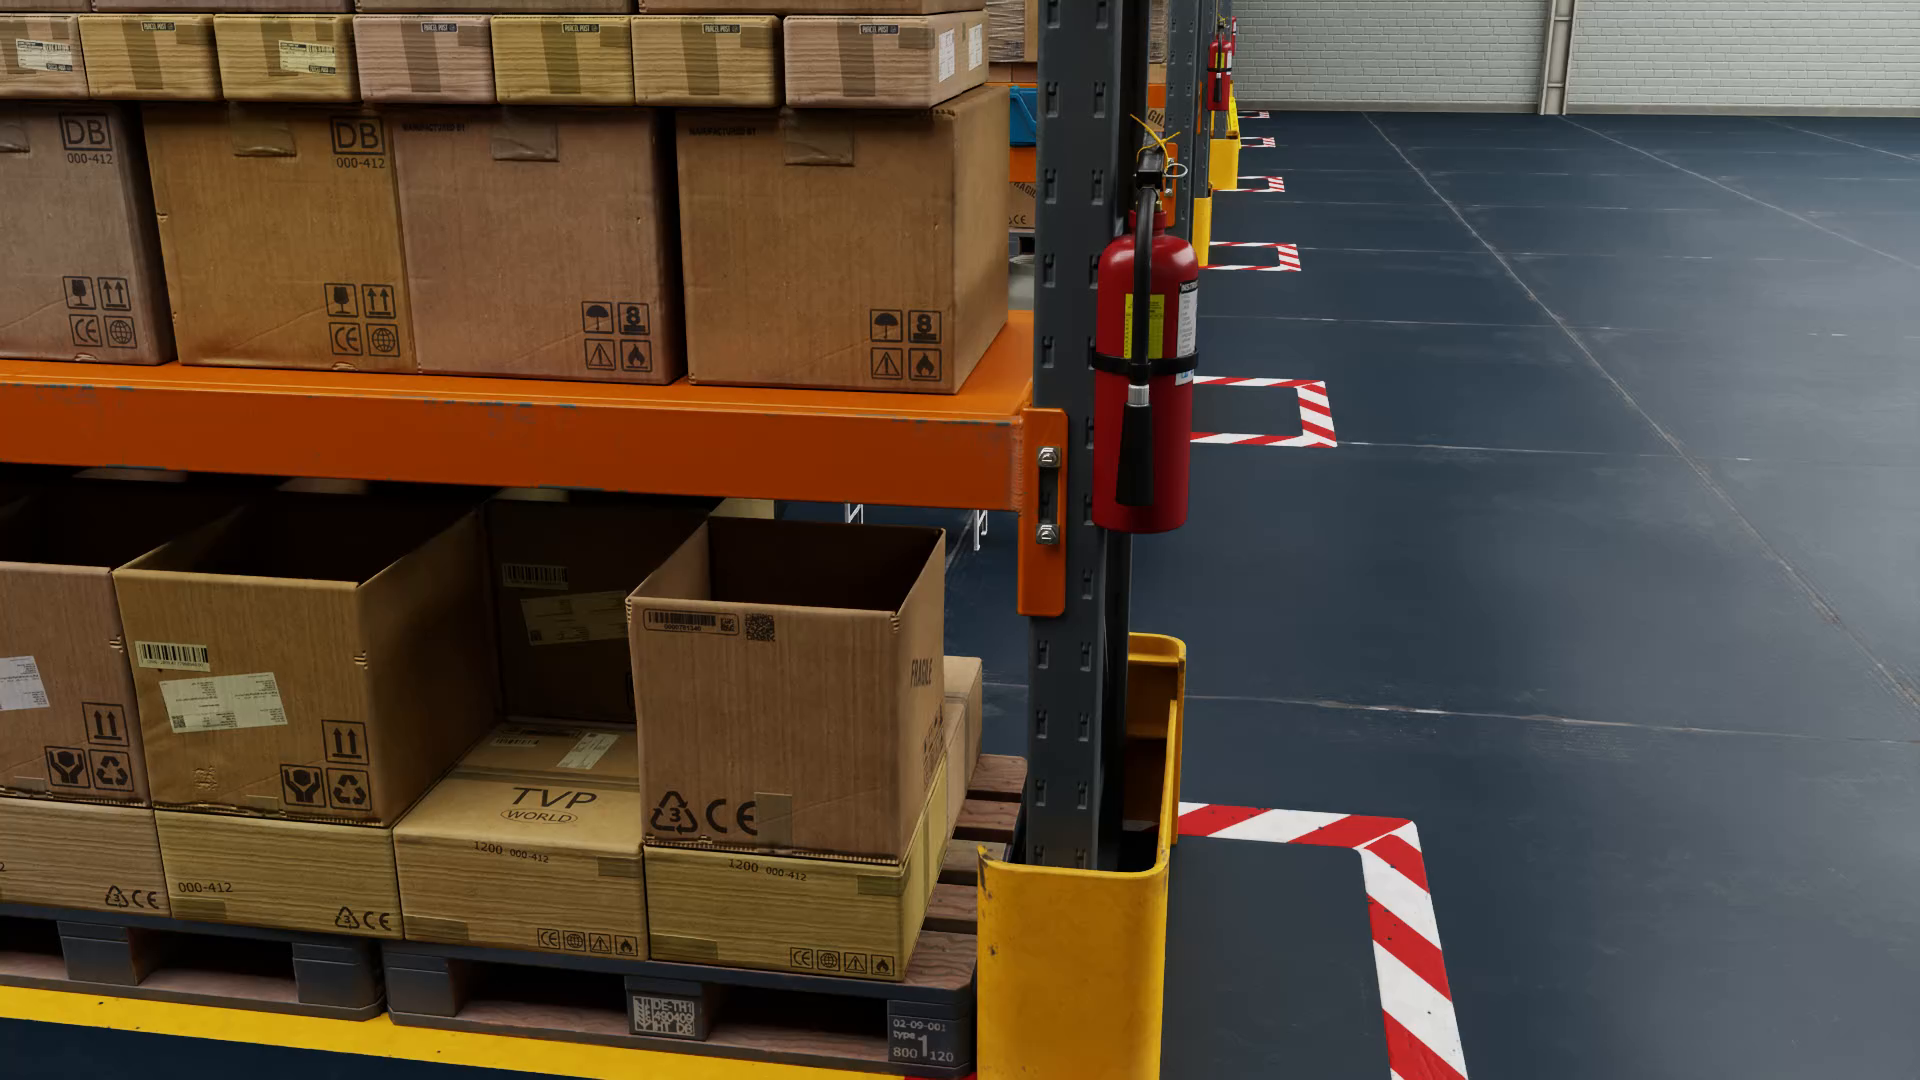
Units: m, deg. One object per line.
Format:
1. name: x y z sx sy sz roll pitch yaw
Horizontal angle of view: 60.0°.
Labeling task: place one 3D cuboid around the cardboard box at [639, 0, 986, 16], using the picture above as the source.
1. cardboard box: -0.249 -1.235 3.063 0.500 0.500 0.700 3 19 9

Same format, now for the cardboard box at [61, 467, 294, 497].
1. cardboard box: -1.713 0.034 3.963 0.500 0.500 0.500 3 19 9

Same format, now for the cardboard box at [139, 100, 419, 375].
1. cardboard box: -1.206 -0.668 3.416 0.500 0.500 0.700 3 19 9

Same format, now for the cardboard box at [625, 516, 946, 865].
1. cardboard box: -0.315 0.274 3.248 0.500 0.500 0.500 3 19 9

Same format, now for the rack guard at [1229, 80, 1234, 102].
1. rack guard: 4.216 -7.118 26.790 0.348 0.500 1.175 3 19 9

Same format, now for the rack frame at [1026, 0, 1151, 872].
1. rack frame: 0.262 -0.542 3.195 0.127 3.000 1.000 3 19 9

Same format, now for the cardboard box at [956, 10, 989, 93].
1. cardboard box: -0.091 -0.984 3.337 0.250 0.149 0.380 3 19 8

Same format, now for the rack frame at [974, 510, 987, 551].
1. rack frame: 0.077 -0.565 6.101 0.015 1.200 0.240 3 19 9

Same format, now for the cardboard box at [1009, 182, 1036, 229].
1. cardboard box: 0.627 -2.715 12.967 0.500 0.500 0.500 8 20 23

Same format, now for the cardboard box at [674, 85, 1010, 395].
1. cardboard box: -0.197 -0.617 3.261 0.500 0.500 0.700 3 19 9

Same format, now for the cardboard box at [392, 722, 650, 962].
1. cardboard box: -0.810 0.607 3.432 0.500 0.250 0.500 3 19 9

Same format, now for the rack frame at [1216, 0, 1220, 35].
1. rack frame: 3.409 -6.750 21.749 0.127 3.000 1.000 3 19 9

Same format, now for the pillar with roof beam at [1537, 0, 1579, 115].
1. pillar with roof beam: 8.889 -9.817 21.460 0.400 9.000 9.100 3 19 9

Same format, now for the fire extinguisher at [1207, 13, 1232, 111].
1. fire extinguisher: 1.877 -3.458 12.033 0.183 0.674 0.296 3 19 9

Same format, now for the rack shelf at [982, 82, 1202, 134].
1. rack shelf: -0.138 -3.405 12.885 4.000 0.370 1.077 3 19 9

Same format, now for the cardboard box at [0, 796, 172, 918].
1. cardboard box: -1.797 0.557 3.583 0.500 0.250 0.500 3 19 9

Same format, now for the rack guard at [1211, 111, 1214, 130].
1. rack guard: 3.334 -5.568 22.157 0.348 0.500 1.175 3 19 9

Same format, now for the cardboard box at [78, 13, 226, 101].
1. cardboard box: -1.424 -0.921 3.149 0.250 0.149 0.380 3 19 10

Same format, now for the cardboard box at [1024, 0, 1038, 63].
1. cardboard box: 0.786 -3.857 12.478 0.500 0.500 0.875 3 19 9

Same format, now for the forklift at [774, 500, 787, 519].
1. forklift: -2.198 -1.400 5.868 3.031 2.935 1.130 0 19 1

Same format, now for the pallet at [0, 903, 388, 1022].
1. pallet: -1.701 0.693 3.899 1.213 0.211 1.003 3 19 9

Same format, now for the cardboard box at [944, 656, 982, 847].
1. cardboard box: -0.232 0.466 3.853 0.500 0.250 0.500 3 19 9

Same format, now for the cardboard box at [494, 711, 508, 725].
1. cardboard box: -1.220 0.417 4.001 0.500 0.250 0.500 3 19 9

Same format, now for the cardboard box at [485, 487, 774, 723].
1. cardboard box: -0.726 0.086 3.808 0.500 0.500 0.500 3 19 9

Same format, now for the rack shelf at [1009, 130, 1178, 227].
1. rack shelf: -0.923 -1.853 8.247 4.000 0.370 1.077 3 19 9

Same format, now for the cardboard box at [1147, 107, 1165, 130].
1. cardboard box: 2.043 -4.399 17.409 0.875 0.875 0.875 3 19 9

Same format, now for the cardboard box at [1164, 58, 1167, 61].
1. cardboard box: 1.593 -3.615 12.776 0.250 0.149 0.380 3 19 9

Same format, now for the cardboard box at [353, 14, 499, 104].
1. cardboard box: -0.905 -0.895 3.071 0.250 0.149 0.380 3 19 9

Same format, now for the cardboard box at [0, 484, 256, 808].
1. cardboard box: -1.798 0.202 3.461 0.500 0.500 0.500 3 19 9

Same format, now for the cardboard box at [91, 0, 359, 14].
1. cardboard box: -1.267 -1.284 3.212 0.500 0.500 0.700 3 19 9

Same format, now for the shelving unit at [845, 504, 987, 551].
1. shelving unit: -0.163 -0.577 6.138 0.503 1.200 0.258 3 19 9

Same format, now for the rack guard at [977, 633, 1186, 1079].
1. rack guard: 0.286 0.645 3.588 0.348 0.500 1.175 3 19 9

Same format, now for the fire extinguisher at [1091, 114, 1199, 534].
1. fire extinguisher: 0.305 -0.354 2.754 0.183 0.674 0.296 3 19 9

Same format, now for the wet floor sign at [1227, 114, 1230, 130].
1. wet floor sign: 3.066 -4.696 19.322 0.232 0.644 0.267 0 19 -1

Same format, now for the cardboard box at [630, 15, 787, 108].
1. cardboard box: -0.404 -0.869 2.993 0.250 0.149 0.380 3 19 10

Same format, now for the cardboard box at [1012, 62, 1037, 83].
1. cardboard box: 0.536 -3.528 12.515 0.250 0.149 0.380 3 19 9
